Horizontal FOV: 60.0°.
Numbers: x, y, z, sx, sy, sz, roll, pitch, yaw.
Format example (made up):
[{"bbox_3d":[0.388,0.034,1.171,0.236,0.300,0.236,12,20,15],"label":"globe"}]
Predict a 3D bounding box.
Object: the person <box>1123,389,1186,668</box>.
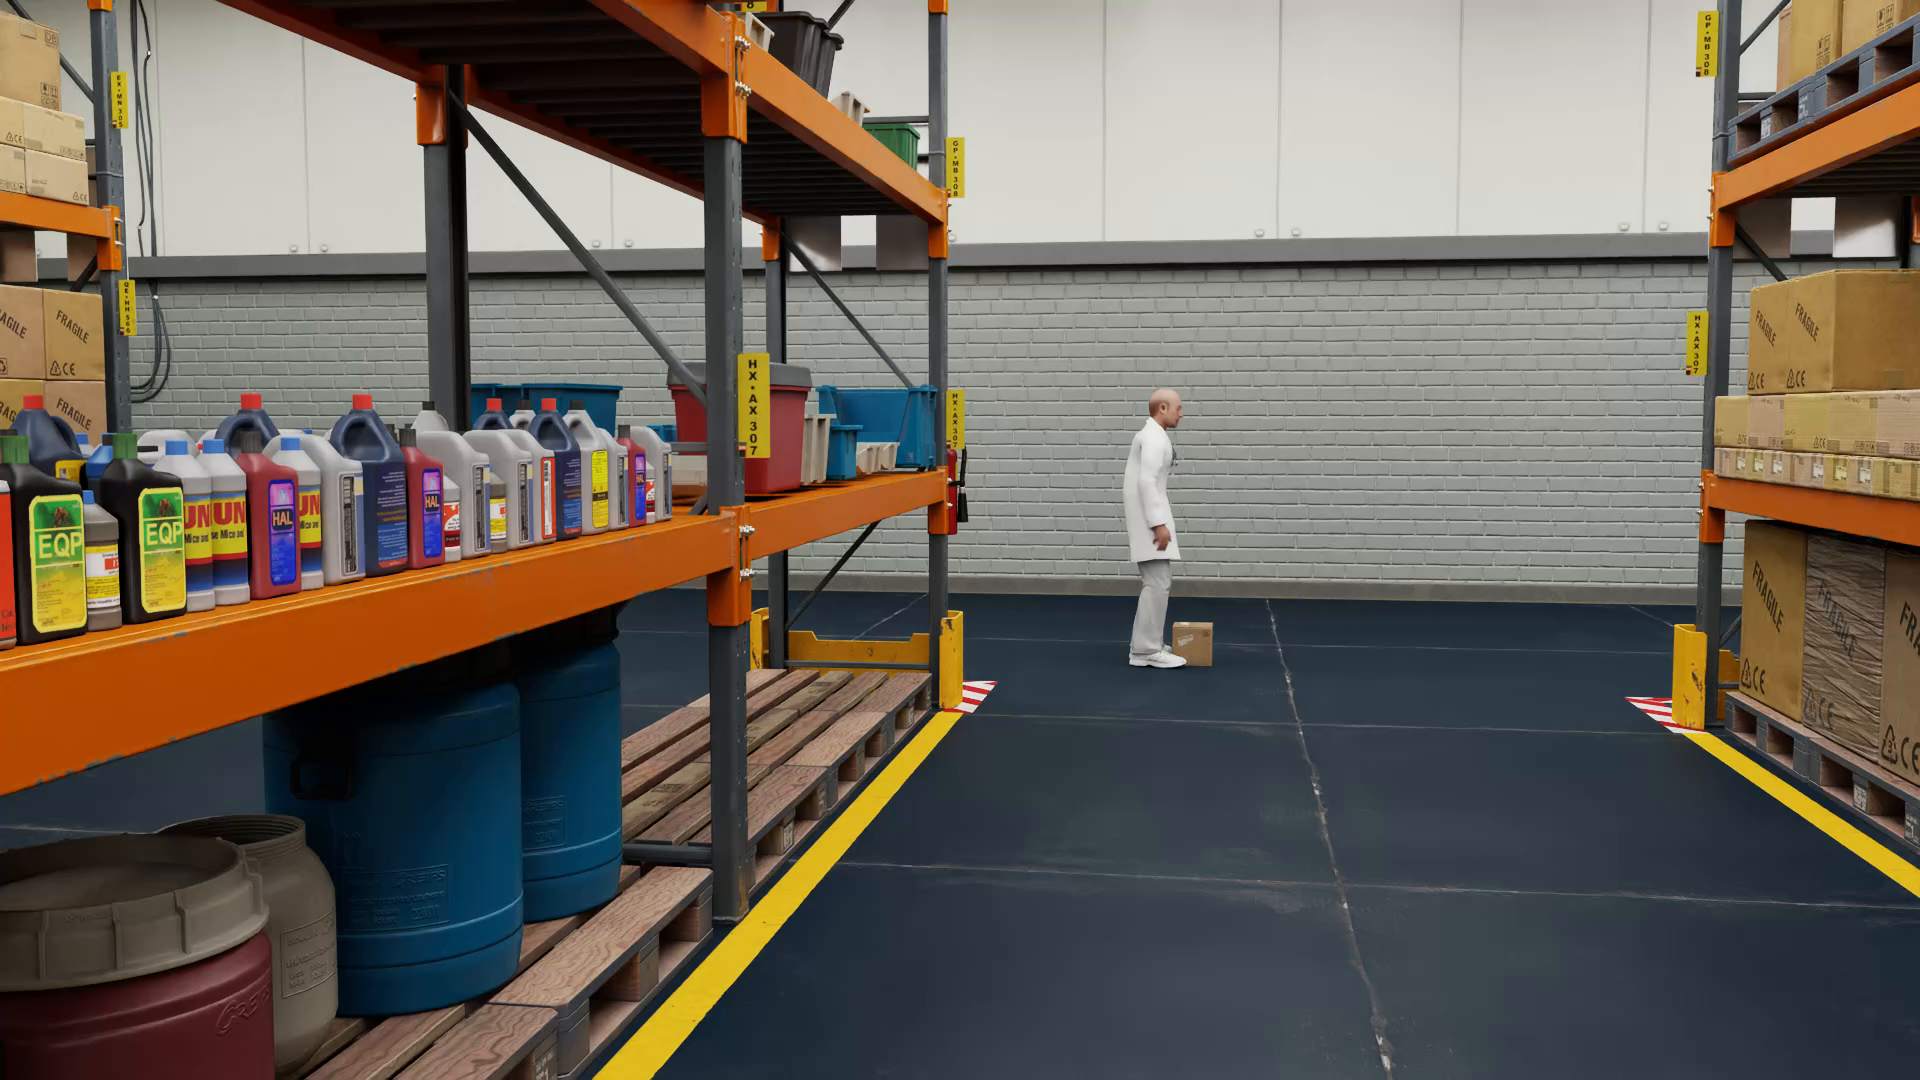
[{"bbox_3d":[1.262,-0.089,10.757,0.415,1.774,0.654,1,4,7],"label":"person"}]
